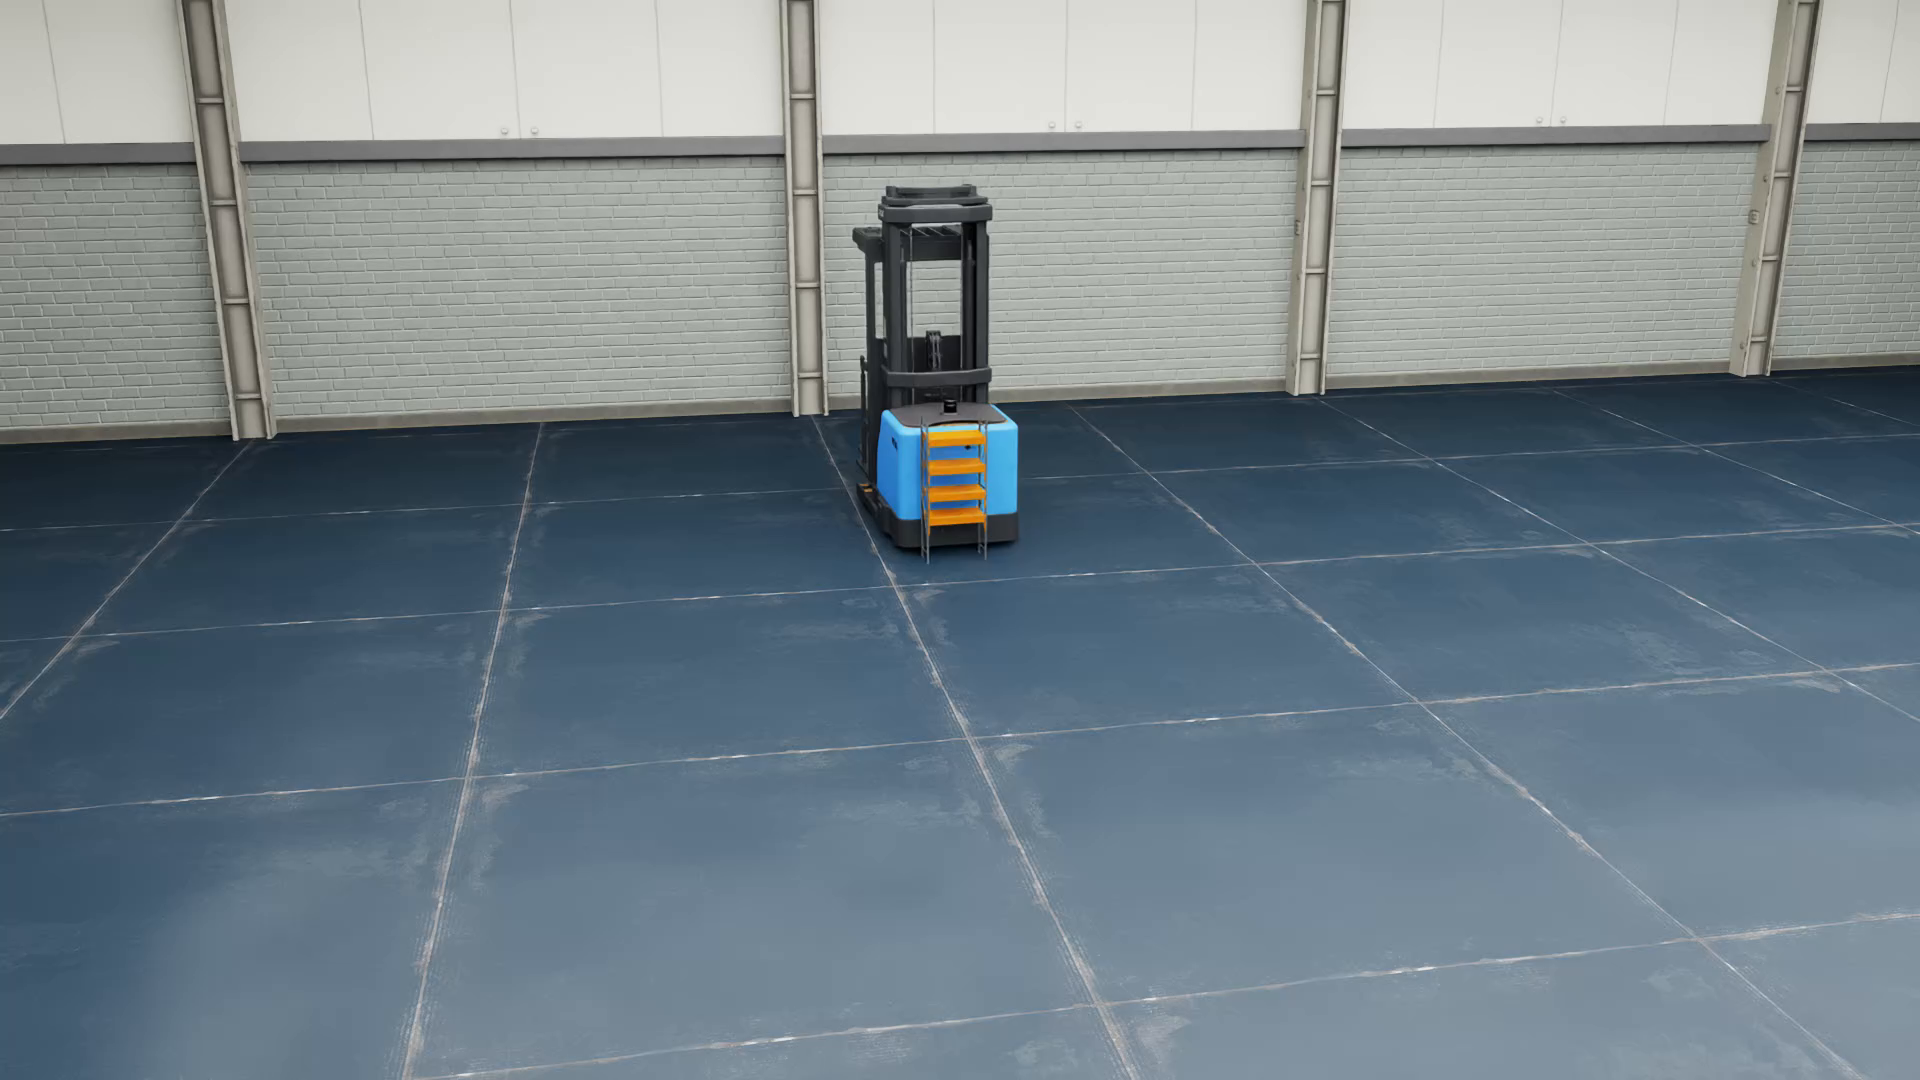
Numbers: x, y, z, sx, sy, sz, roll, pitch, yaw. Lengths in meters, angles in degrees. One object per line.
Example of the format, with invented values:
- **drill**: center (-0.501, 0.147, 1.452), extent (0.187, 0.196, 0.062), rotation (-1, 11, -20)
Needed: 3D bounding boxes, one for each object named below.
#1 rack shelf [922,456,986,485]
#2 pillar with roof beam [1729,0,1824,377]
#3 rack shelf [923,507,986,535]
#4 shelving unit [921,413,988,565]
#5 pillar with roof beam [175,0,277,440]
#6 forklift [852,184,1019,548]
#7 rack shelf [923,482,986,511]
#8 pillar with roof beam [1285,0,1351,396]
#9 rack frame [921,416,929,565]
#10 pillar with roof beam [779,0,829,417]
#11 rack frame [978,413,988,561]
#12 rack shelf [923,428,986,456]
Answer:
- **rack shelf**: center (-0.049, -0.569, 13.585), extent (0.480, 0.148, 0.258), rotation (-4, 18, -13)
- **pillar with roof beam**: center (10.880, -5.184, 15.864), extent (0.400, 9.000, 9.100), rotation (-3, 17, -10)
- **rack shelf**: center (-0.050, -0.166, 13.711), extent (0.480, 0.148, 0.258), rotation (-4, 18, -13)
- **shelving unit**: center (-0.049, -0.419, 13.632), extent (0.503, 1.200, 0.258), rotation (-4, 18, -13)
- **pillar with roof beam**: center (-6.793, -4.182, 12.599), extent (0.400, 9.000, 9.100), rotation (-3, 17, -10)
- **forklift**: center (-0.341, -1.728, 14.947), extent (1.130, 2.935, 3.031), rotation (-4, 18, -13)
- **rack shelf**: center (-0.049, -0.355, 13.652), extent (0.480, 0.148, 0.258), rotation (-4, 18, -13)
- **pillar with roof beam**: center (4.989, -4.850, 14.776), extent (0.400, 9.000, 9.100), rotation (-3, 17, -10)
- **rack frame**: center (-0.287, -0.403, 13.578), extent (0.015, 1.200, 0.240), rotation (-4, 18, -13)
- **pillar with roof beam**: center (-0.902, -4.516, 13.687), extent (0.400, 9.000, 9.100), rotation (-3, 17, -10)
- **rack frame**: center (0.188, -0.436, 13.686), extent (0.015, 1.200, 0.240), rotation (-4, 18, -13)
- **rack shelf**: center (-0.049, -0.795, 13.514), extent (0.480, 0.148, 0.258), rotation (-4, 18, -13)
